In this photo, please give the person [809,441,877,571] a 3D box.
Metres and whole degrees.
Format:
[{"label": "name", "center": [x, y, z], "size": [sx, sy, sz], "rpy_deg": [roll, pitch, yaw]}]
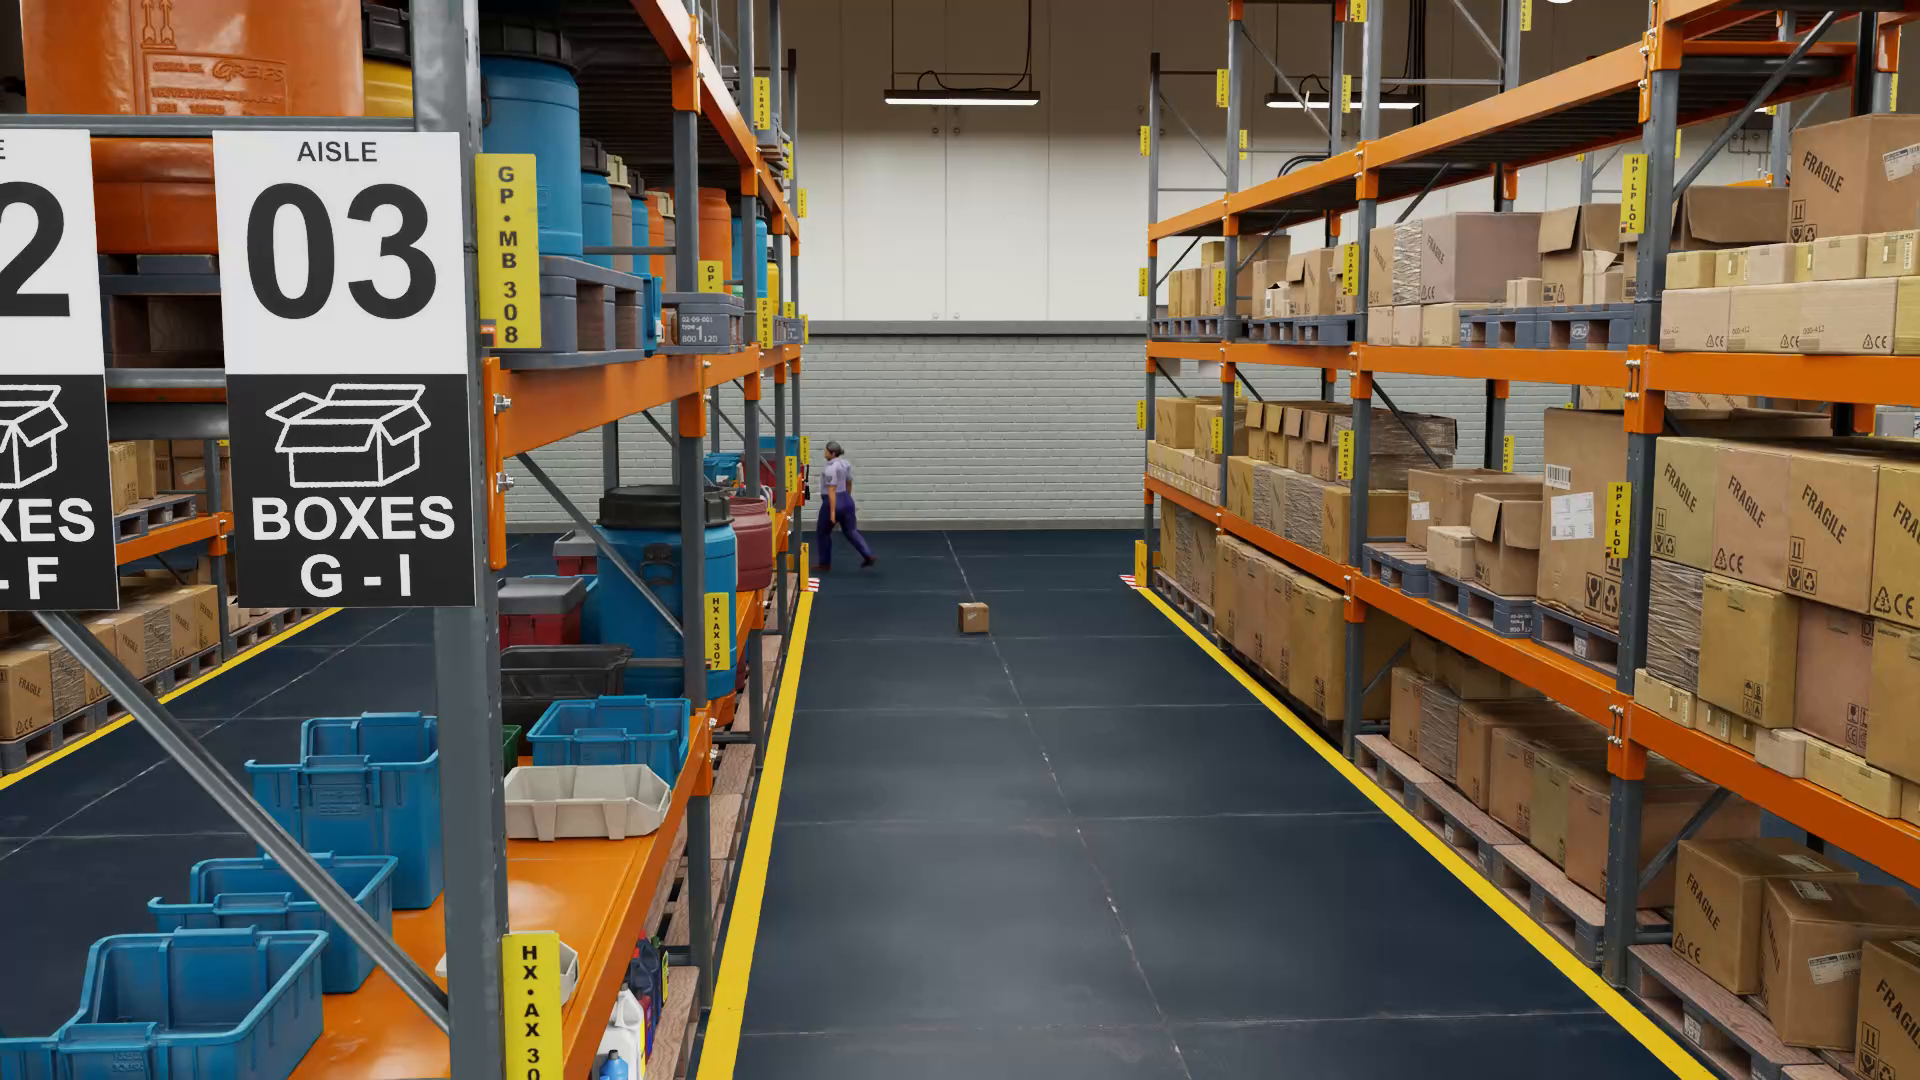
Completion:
[{"label": "person", "center": [-1.458, -0.406, 20.172], "size": [0.923, 1.600, 0.558], "rpy_deg": [5, 8, 34]}]
